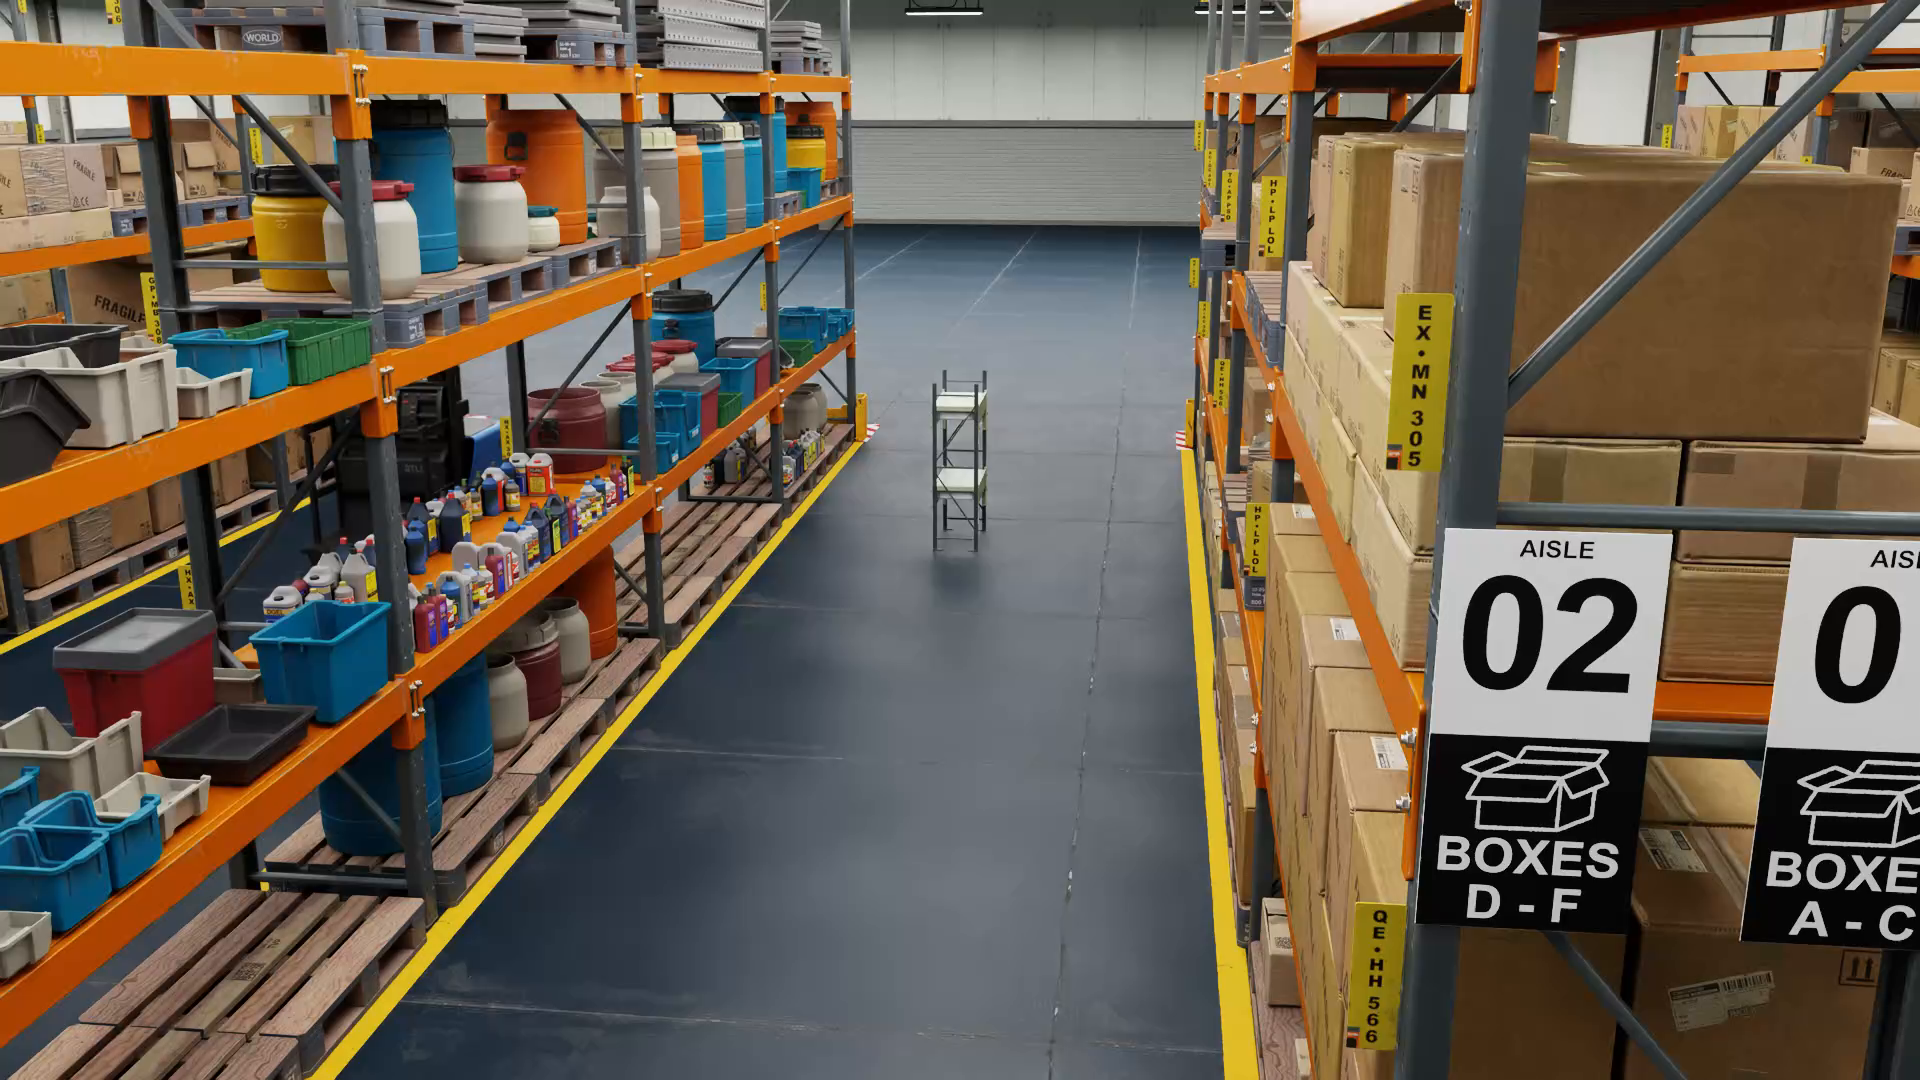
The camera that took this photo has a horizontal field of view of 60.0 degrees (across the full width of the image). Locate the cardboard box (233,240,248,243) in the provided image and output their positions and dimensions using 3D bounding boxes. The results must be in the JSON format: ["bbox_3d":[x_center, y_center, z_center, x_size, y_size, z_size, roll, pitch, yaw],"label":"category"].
[{"bbox_3d":[-7.213,-2.852,17.286,0.500,0.500,0.500,2,15,6],"label":"cardboard box"}]

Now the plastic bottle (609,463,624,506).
[{"bbox_3d":[-2.281,-0.376,11.031,0.061,0.283,0.133,2,15,6],"label":"plastic bottle"}]

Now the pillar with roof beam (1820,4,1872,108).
[{"bbox_3d":[4.616,-5.209,17.186,9.100,9.000,0.400,2,15,6],"label":"pillar with roof beam"}]

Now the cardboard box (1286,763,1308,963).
[{"bbox_3d":[1.339,1.045,5.361,0.500,0.500,0.500,1,15,5],"label":"cardboard box"}]

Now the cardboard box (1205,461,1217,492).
[{"bbox_3d":[2.445,-0.547,14.827,0.500,0.311,0.500,2,15,6],"label":"cardboard box"}]

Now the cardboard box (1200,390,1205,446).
[{"bbox_3d":[2.737,-1.254,17.079,0.500,0.500,0.500,2,15,6],"label":"cardboard box"}]

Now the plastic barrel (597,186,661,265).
[{"bbox_3d":[-2.294,-2.184,11.530,0.421,0.512,0.421,0,15,0],"label":"plastic barrel"}]

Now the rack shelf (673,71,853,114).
[{"bbox_3d":[-1.956,-4.522,16.790,1.077,0.370,4.000,2,15,6],"label":"rack shelf"}]

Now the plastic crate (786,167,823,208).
[{"bbox_3d":[-1.647,-3.622,17.094,0.392,0.384,0.575,2,15,6],"label":"plastic crate"}]

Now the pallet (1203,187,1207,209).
[{"bbox_3d":[2.950,-3.443,16.573,1.003,0.211,1.213,2,15,6],"label":"pallet"}]

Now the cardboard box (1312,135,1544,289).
[{"bbox_3d":[1.622,-1.152,5.822,0.700,0.500,0.500,2,15,6],"label":"cardboard box"}]

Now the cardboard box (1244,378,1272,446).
[{"bbox_3d":[2.461,-0.947,12.727,0.500,0.500,0.500,1,15,3],"label":"cardboard box"}]

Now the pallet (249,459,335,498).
[{"bbox_3d":[-7.063,-0.623,17.060,1.003,0.211,1.213,2,15,6],"label":"pallet"}]

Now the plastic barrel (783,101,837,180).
[{"bbox_3d":[-1.659,-4.413,18.363,0.600,0.830,0.708,2,15,6],"label":"plastic barrel"}]

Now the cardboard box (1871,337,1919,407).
[{"bbox_3d":[7.500,-1.341,13.339,0.700,0.500,0.500,3,15,12],"label":"cardboard box"}]

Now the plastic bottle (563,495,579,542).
[{"bbox_3d":[-2.384,-0.140,10.156,0.061,0.283,0.133,2,15,6],"label":"plastic bottle"}]

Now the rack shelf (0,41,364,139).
[{"bbox_3d":[-3.310,-1.410,5.280,1.077,0.370,4.000,2,15,6],"label":"rack shelf"}]

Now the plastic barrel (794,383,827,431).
[{"bbox_3d":[-1.729,-1.514,18.975,0.421,0.512,0.421,0,15,0],"label":"plastic barrel"}]

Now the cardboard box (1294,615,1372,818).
[{"bbox_3d":[1.330,0.558,5.244,0.500,0.500,0.500,2,15,8],"label":"cardboard box"}]

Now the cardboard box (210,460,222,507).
[{"bbox_3d":[-7.266,-0.517,15.275,0.700,0.500,0.500,2,15,6],"label":"cardboard box"}]

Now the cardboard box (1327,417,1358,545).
[{"bbox_3d":[1.292,-0.164,4.564,0.500,0.250,0.500,2,15,6],"label":"cardboard box"}]

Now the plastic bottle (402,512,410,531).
[{"bbox_3d":[-3.241,-0.010,9.676,0.061,0.283,0.133,2,15,6],"label":"plastic bottle"}]

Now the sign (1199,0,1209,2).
[{"bbox_3d":[2.640,-5.979,17.943,0.100,0.325,0.005,2,15,6],"label":"sign"}]

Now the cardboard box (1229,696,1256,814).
[{"bbox_3d":[1.729,1.174,9.019,0.500,0.500,0.500,2,15,7],"label":"cardboard box"}]

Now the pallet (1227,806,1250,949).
[{"bbox_3d":[1.891,1.708,8.440,1.003,0.211,1.213,2,15,6],"label":"pallet"}]

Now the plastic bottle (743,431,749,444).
[{"bbox_3d":[-2.284,-1.030,17.610,0.097,0.271,0.097,0,15,0],"label":"plastic bottle"}]

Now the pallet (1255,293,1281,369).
[{"bbox_3d":[1.980,-0.950,7.543,1.213,0.211,1.003,2,15,6],"label":"pallet"}]

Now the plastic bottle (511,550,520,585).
[{"bbox_3d":[-2.509,0.145,9.260,0.097,0.201,0.097,0,15,0],"label":"plastic bottle"}]

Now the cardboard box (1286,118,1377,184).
[{"bbox_3d":[2.175,-2.197,9.686,0.500,0.500,0.500,2,15,6],"label":"cardboard box"}]

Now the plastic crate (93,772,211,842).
[{"bbox_3d":[-2.982,0.986,6.159,0.293,0.136,0.466,2,15,6],"label":"plastic crate"}]

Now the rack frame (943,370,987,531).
[{"bbox_3d":[0.042,-0.821,15.324,0.400,1.500,0.023,2,15,6],"label":"rack frame"}]

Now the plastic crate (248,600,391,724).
[{"bbox_3d":[-2.798,0.537,7.344,0.392,0.384,0.575,2,15,6],"label":"plastic crate"}]

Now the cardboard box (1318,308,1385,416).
[{"bbox_3d":[1.356,-0.535,4.978,0.500,0.250,0.500,2,15,6],"label":"cardboard box"}]

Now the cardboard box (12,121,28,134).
[{"bbox_3d":[-11.270,-4.868,19.631,0.380,0.149,0.250,2,15,7],"label":"cardboard box"}]

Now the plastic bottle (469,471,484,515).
[{"bbox_3d":[-3.116,-0.298,10.740,0.061,0.283,0.133,2,15,6],"label":"plastic bottle"}]

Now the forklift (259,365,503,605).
[{"bbox_3d":[-4.766,-1.099,13.610,1.130,2.935,3.031,2,15,7],"label":"forklift"}]

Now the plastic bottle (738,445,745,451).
[{"bbox_3d":[-2.233,-0.861,16.962,0.061,0.283,0.133,2,15,6],"label":"plastic bottle"}]

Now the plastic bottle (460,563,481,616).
[{"bbox_3d":[-2.572,0.257,8.713,0.097,0.271,0.097,0,15,0],"label":"plastic bottle"}]

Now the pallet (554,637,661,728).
[{"bbox_3d":[-2.681,0.942,11.275,1.003,0.211,1.213,2,15,6],"label":"pallet"}]

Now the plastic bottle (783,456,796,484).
[{"bbox_3d":[-1.701,-0.699,16.377,0.152,0.276,0.135,2,15,8],"label":"plastic bottle"}]

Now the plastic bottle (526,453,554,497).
[{"bbox_3d":[-2.852,-0.443,11.291,0.152,0.276,0.135,2,15,6],"label":"plastic bottle"}]

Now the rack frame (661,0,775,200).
[{"bbox_3d":[-2.182,-4.543,14.725,1.000,3.000,0.127,2,15,6],"label":"rack frame"}]

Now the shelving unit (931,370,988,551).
[{"bbox_3d":[0.001,-0.726,14.973,0.431,1.500,0.755,2,15,6],"label":"shelving unit"}]

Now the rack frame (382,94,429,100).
[{"bbox_3d":[-6.652,-5.727,19.101,1.000,3.000,0.127,2,15,6],"label":"rack frame"}]

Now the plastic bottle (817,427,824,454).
[{"bbox_3d":[-1.497,-1.066,17.719,0.061,0.283,0.133,2,15,8],"label":"plastic bottle"}]

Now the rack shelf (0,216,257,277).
[{"bbox_3d":[-7.329,-2.375,13.832,1.077,0.370,4.000,2,15,6],"label":"rack shelf"}]

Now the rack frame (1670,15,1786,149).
[{"bbox_3d":[8.113,-5.289,17.483,1.000,3.000,0.127,2,15,6],"label":"rack frame"}]

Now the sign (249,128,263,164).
[{"bbox_3d":[-6.551,-3.666,15.480,0.100,0.325,0.005,2,15,6],"label":"sign"}]

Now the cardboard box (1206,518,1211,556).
[{"bbox_3d":[2.333,-0.012,13.922,0.500,0.250,0.500,1,15,5],"label":"cardboard box"}]

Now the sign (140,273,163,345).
[{"bbox_3d":[-3.631,-1.042,7.504,0.100,0.325,0.005,2,15,6],"label":"sign"}]

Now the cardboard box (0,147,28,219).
[{"bbox_3d":[-7.246,-2.608,12.164,0.500,0.500,0.500,2,15,7],"label":"cardboard box"}]

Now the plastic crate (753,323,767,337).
[{"bbox_3d":[-2.151,-2.335,18.556,0.298,0.136,0.250,2,15,6],"label":"plastic crate"}]

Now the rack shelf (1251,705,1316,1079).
[{"bbox_3d":[1.611,1.440,5.467,1.077,0.370,4.000,2,15,6],"label":"rack shelf"}]

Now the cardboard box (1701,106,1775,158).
[{"bbox_3d":[7.675,-4.027,16.417,0.500,0.500,0.500,2,15,8],"label":"cardboard box"}]
